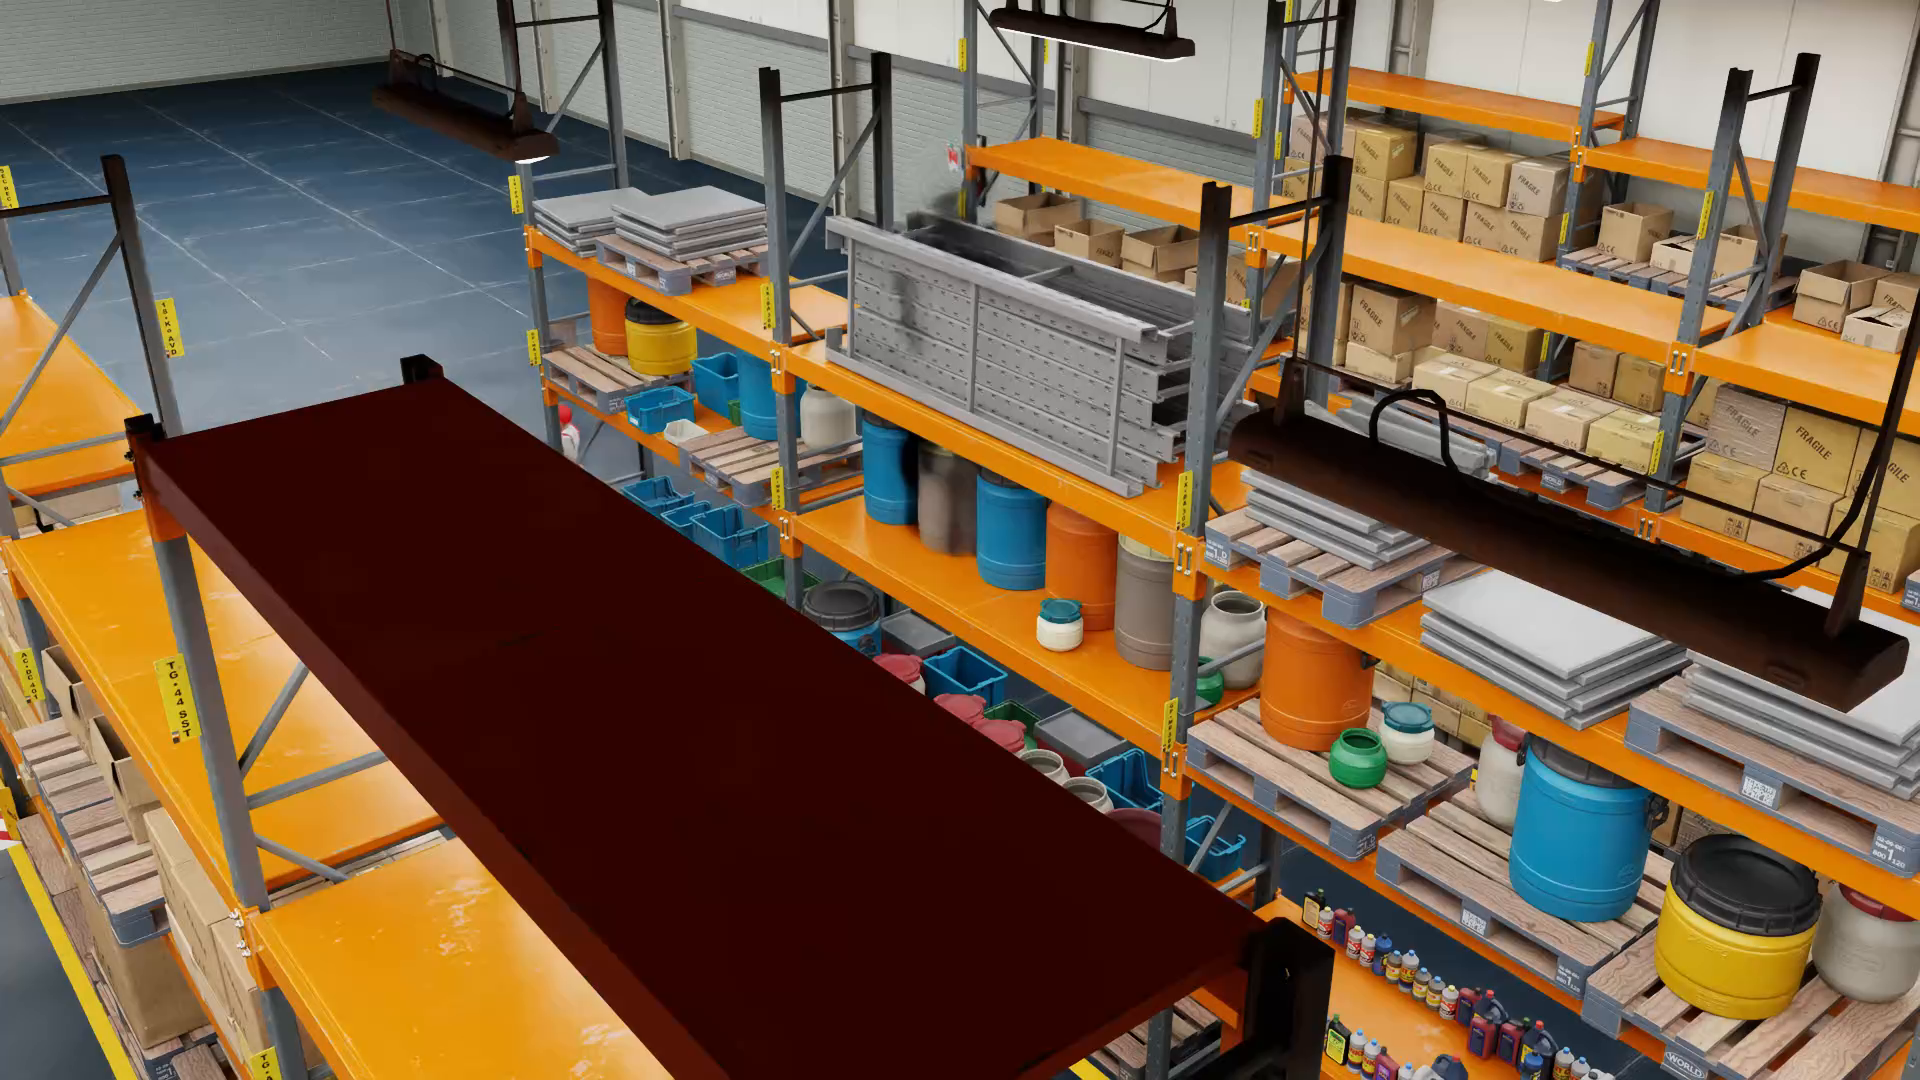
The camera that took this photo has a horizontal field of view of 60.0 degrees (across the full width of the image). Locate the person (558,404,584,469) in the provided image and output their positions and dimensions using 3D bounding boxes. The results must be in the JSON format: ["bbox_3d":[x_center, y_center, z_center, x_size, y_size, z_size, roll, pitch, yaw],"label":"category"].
[{"bbox_3d":[-4.098,-0.571,17.377,0.737,1.836,0.667,3,26,6],"label":"person"}]
